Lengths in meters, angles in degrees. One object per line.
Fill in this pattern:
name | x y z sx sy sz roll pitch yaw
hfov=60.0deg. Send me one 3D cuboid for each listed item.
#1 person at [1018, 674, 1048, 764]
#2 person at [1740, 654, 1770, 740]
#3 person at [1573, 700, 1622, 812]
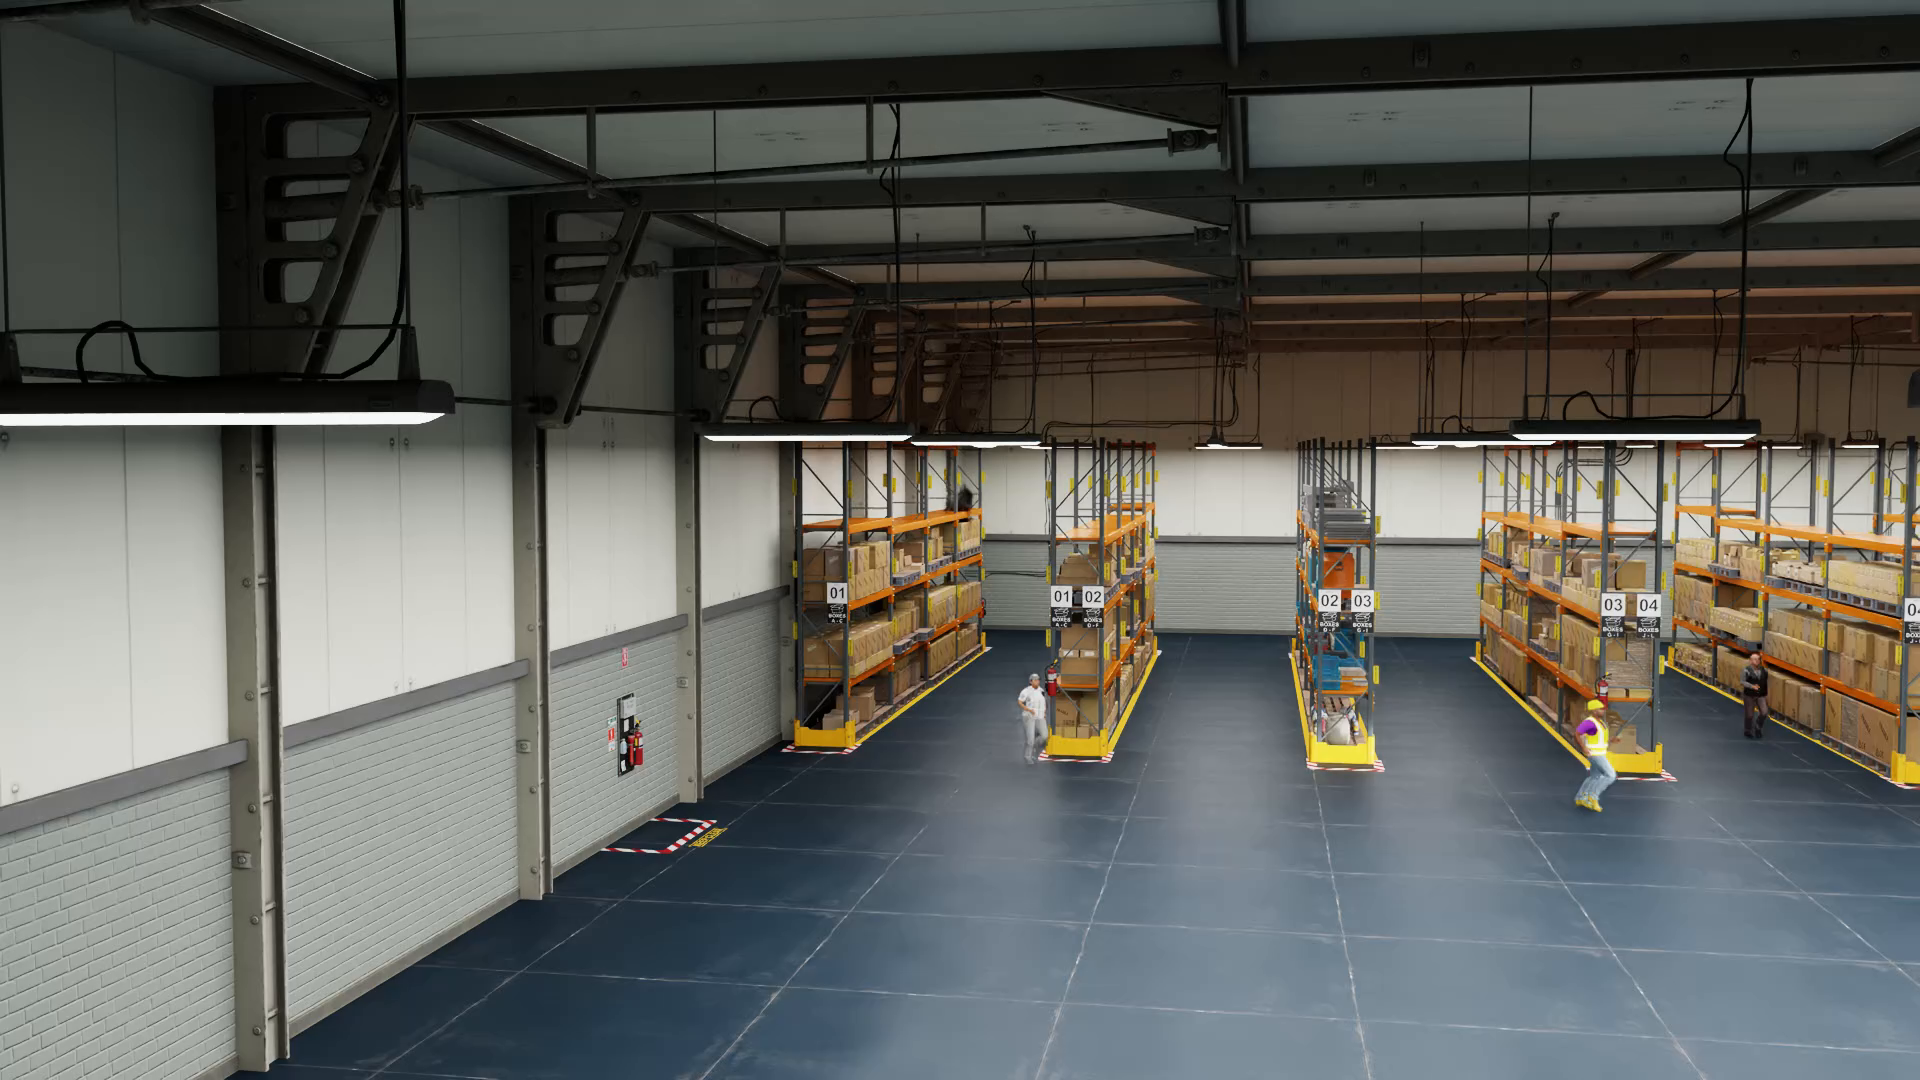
person | 1.386 3.292 30.619 0.629 1.643 0.489 -2 3 -29
person | 15.808 3.118 33.030 0.625 1.707 0.768 0 3 7
person | 10.172 3.437 26.517 0.697 1.769 0.674 2 4 31
